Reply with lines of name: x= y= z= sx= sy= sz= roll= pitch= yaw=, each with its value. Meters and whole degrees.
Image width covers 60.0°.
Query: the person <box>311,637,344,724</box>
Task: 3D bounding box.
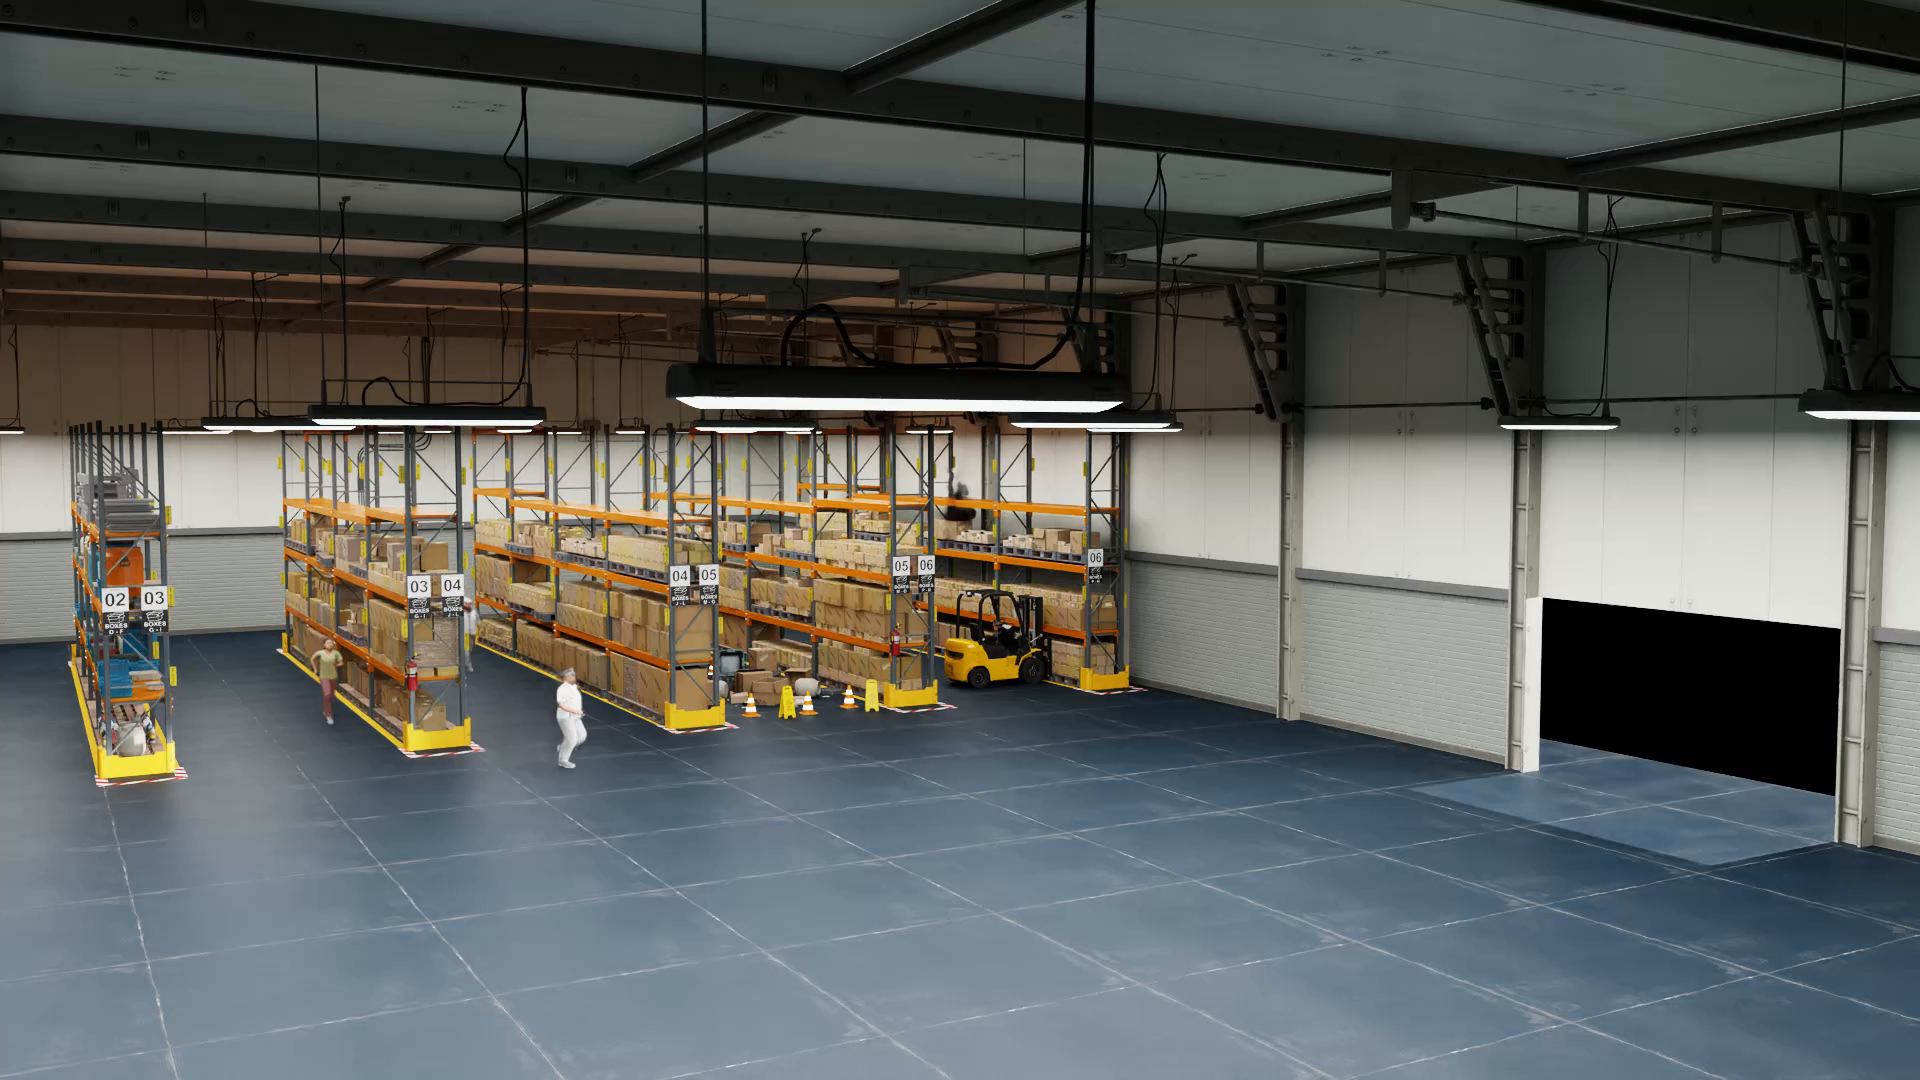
person: x=-12.678 y=2.802 z=33.414 sx=0.565 sy=1.704 sz=0.808 roll=-3 pitch=5 yaw=-39

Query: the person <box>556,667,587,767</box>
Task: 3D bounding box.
person: x=-6.761 y=3.066 z=28.902 sx=0.611 sy=1.740 sz=0.698 roll=1 pitch=4 yaw=11

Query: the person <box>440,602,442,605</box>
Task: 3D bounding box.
person: x=-13.483 y=2.184 z=43.973 sx=0.539 sy=1.730 sz=0.762 roll=-1 pitch=4 yaw=-19

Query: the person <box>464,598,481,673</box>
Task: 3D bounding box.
person: x=-12.084 y=2.311 z=40.813 sx=0.662 sy=1.782 sz=0.954 roll=-2 pitch=4 yaw=-35
